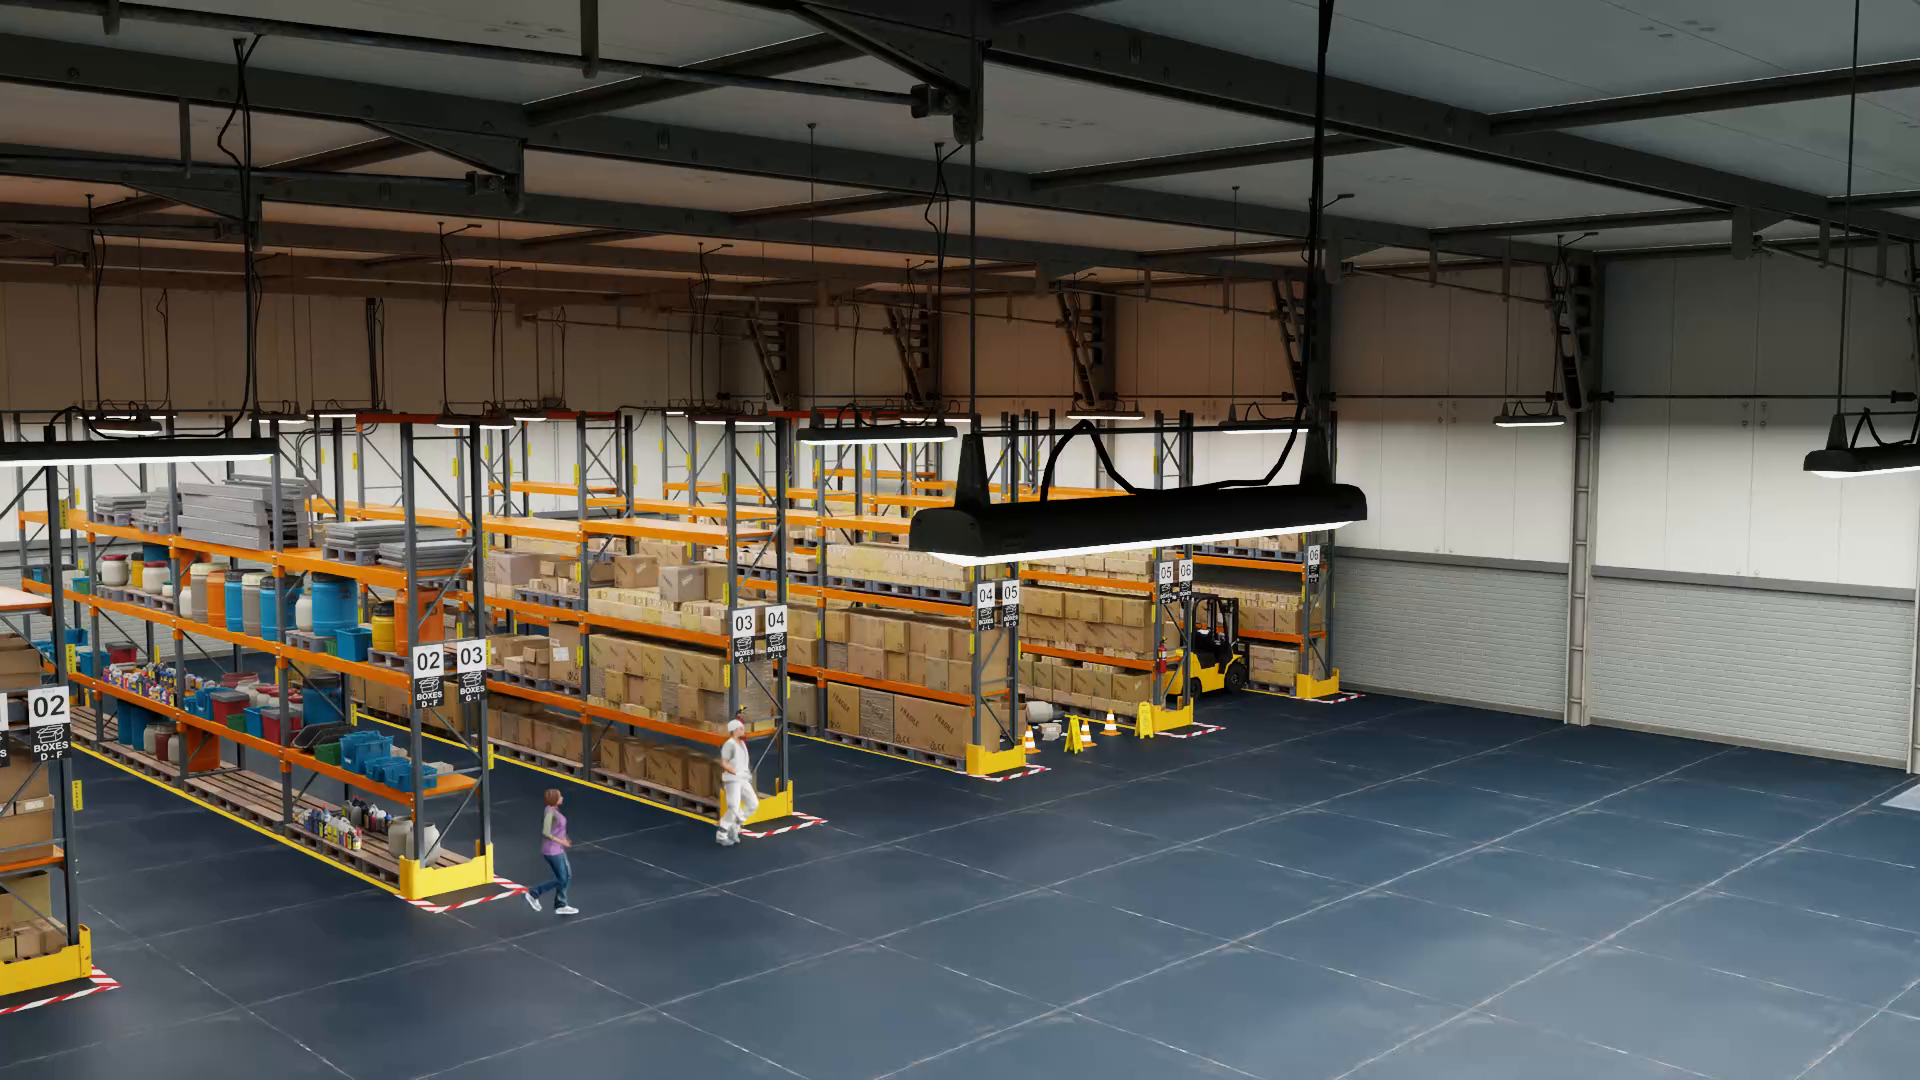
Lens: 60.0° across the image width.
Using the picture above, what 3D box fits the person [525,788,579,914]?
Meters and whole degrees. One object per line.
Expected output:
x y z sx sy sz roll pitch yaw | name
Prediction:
-4.976 3.794 20.242 0.624 1.569 0.567 -1 5 -9 | person

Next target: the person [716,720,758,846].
-3.121 3.411 23.497 0.561 1.743 0.736 2 5 20 | person
